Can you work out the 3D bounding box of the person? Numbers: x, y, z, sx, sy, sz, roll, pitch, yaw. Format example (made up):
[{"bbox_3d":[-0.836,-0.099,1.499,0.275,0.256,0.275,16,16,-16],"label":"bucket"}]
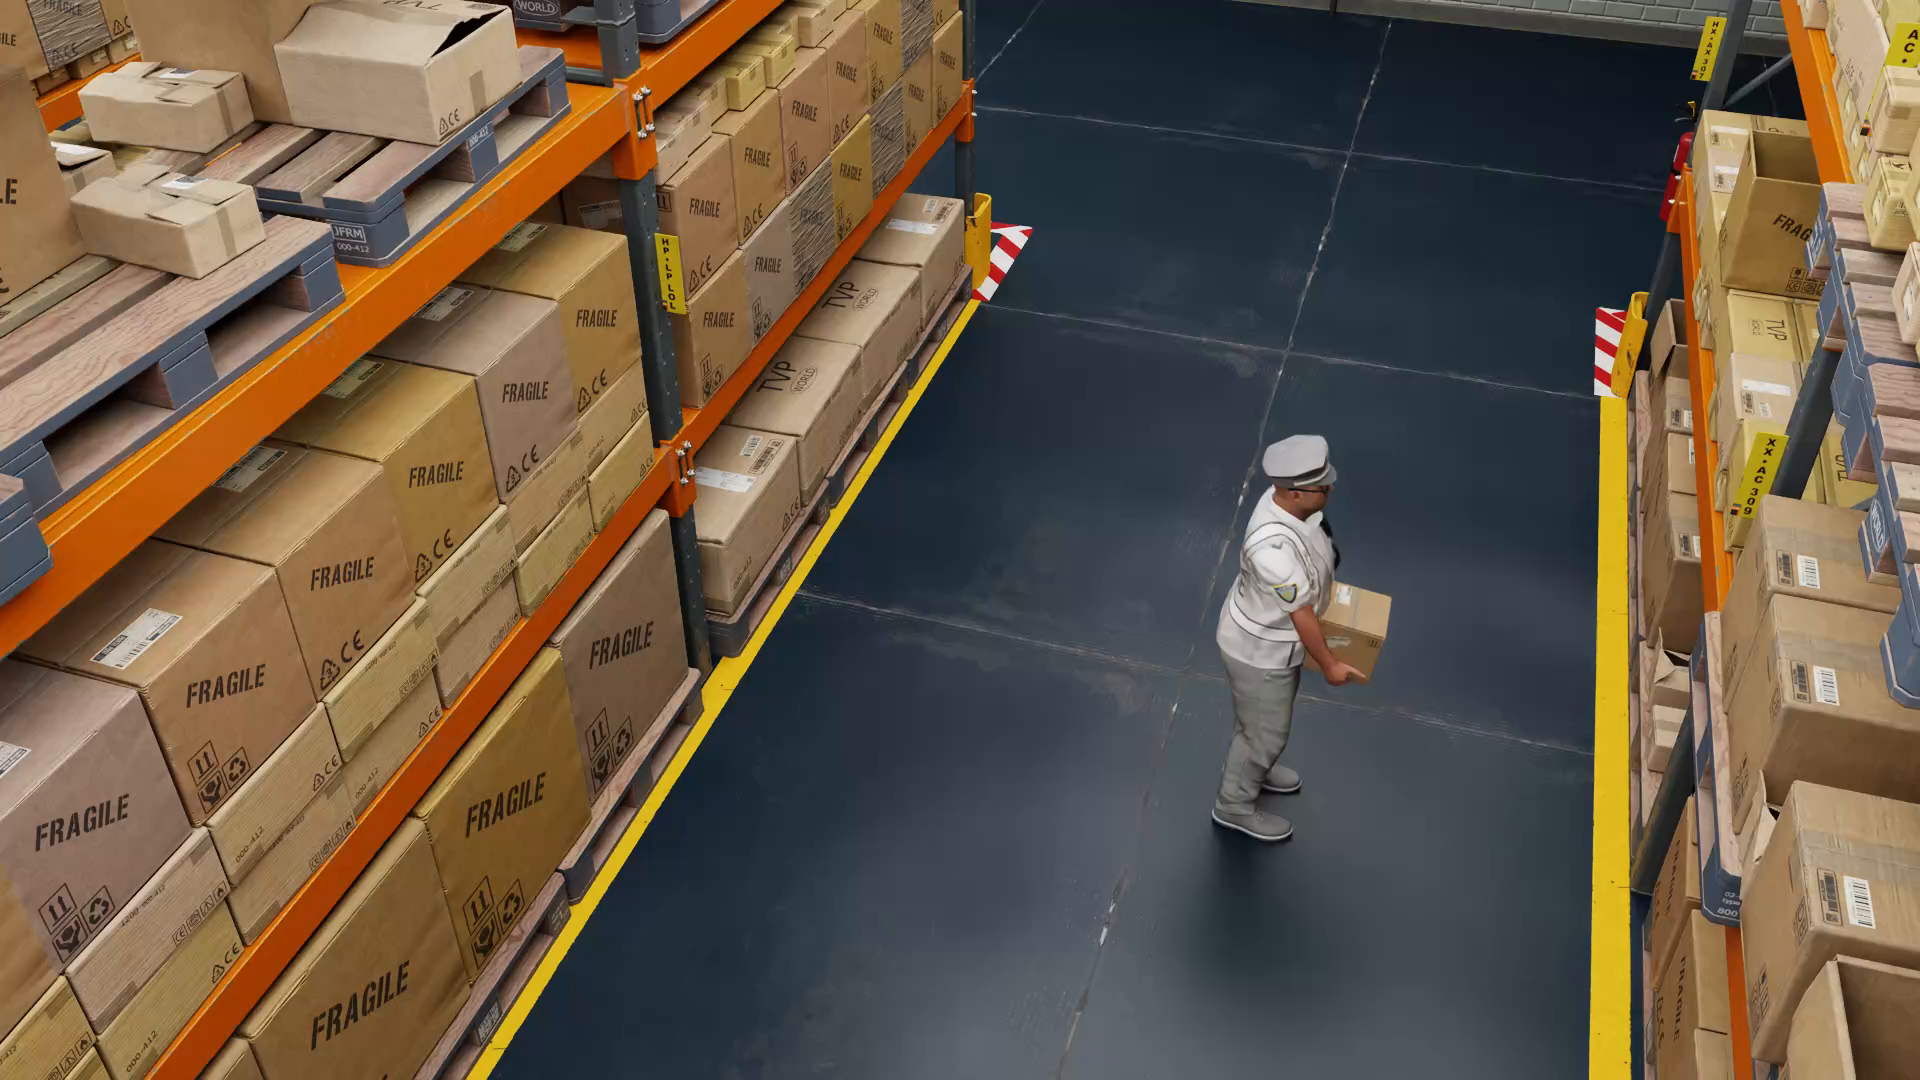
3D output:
[{"bbox_3d":[1.275,0.380,6.370,0.574,1.770,0.490,10,38,13],"label":"person"}]
